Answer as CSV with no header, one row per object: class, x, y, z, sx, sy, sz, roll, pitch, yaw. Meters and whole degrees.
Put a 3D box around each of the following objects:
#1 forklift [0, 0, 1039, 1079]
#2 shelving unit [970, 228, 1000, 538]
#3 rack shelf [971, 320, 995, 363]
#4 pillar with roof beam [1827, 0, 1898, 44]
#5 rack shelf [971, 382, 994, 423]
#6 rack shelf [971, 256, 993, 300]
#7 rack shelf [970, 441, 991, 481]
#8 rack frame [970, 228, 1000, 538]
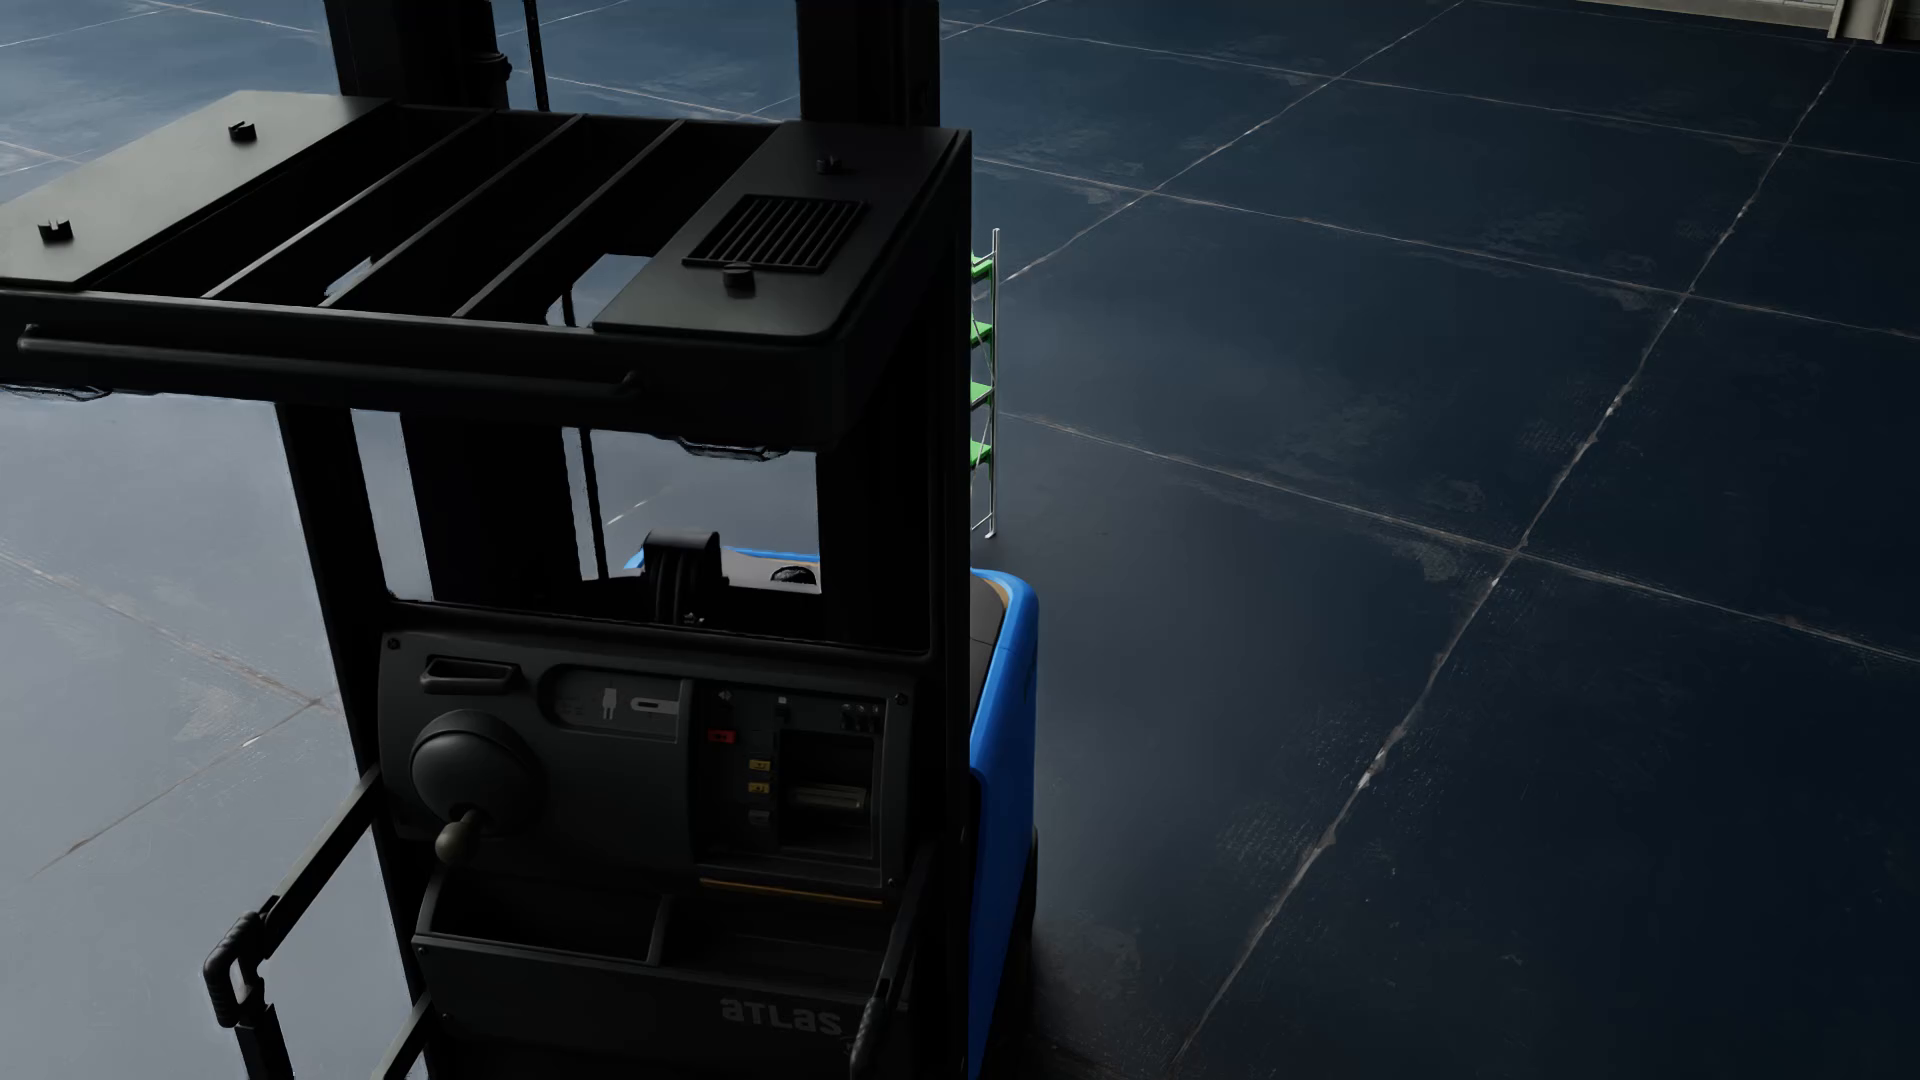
forklift,-0.571,0.426,2.612,1.130,2.935,3.031,5,31,9
shelving unit,-0.140,-0.563,6.024,0.503,1.200,0.258,18,35,27
rack shelf,-0.140,-0.715,5.935,0.480,0.148,0.258,18,35,27
pillar with roof beam,4.723,-5.981,7.572,0.400,9.000,9.100,18,35,27
rack shelf,-0.140,-0.507,6.056,0.480,0.148,0.258,18,35,27
rack shelf,-0.140,-0.922,5.814,0.480,0.148,0.258,18,35,27
rack shelf,-0.140,-0.300,6.177,0.480,0.148,0.258,18,35,27
rack frame,0.066,-0.497,5.912,0.015,1.200,0.240,18,35,27
